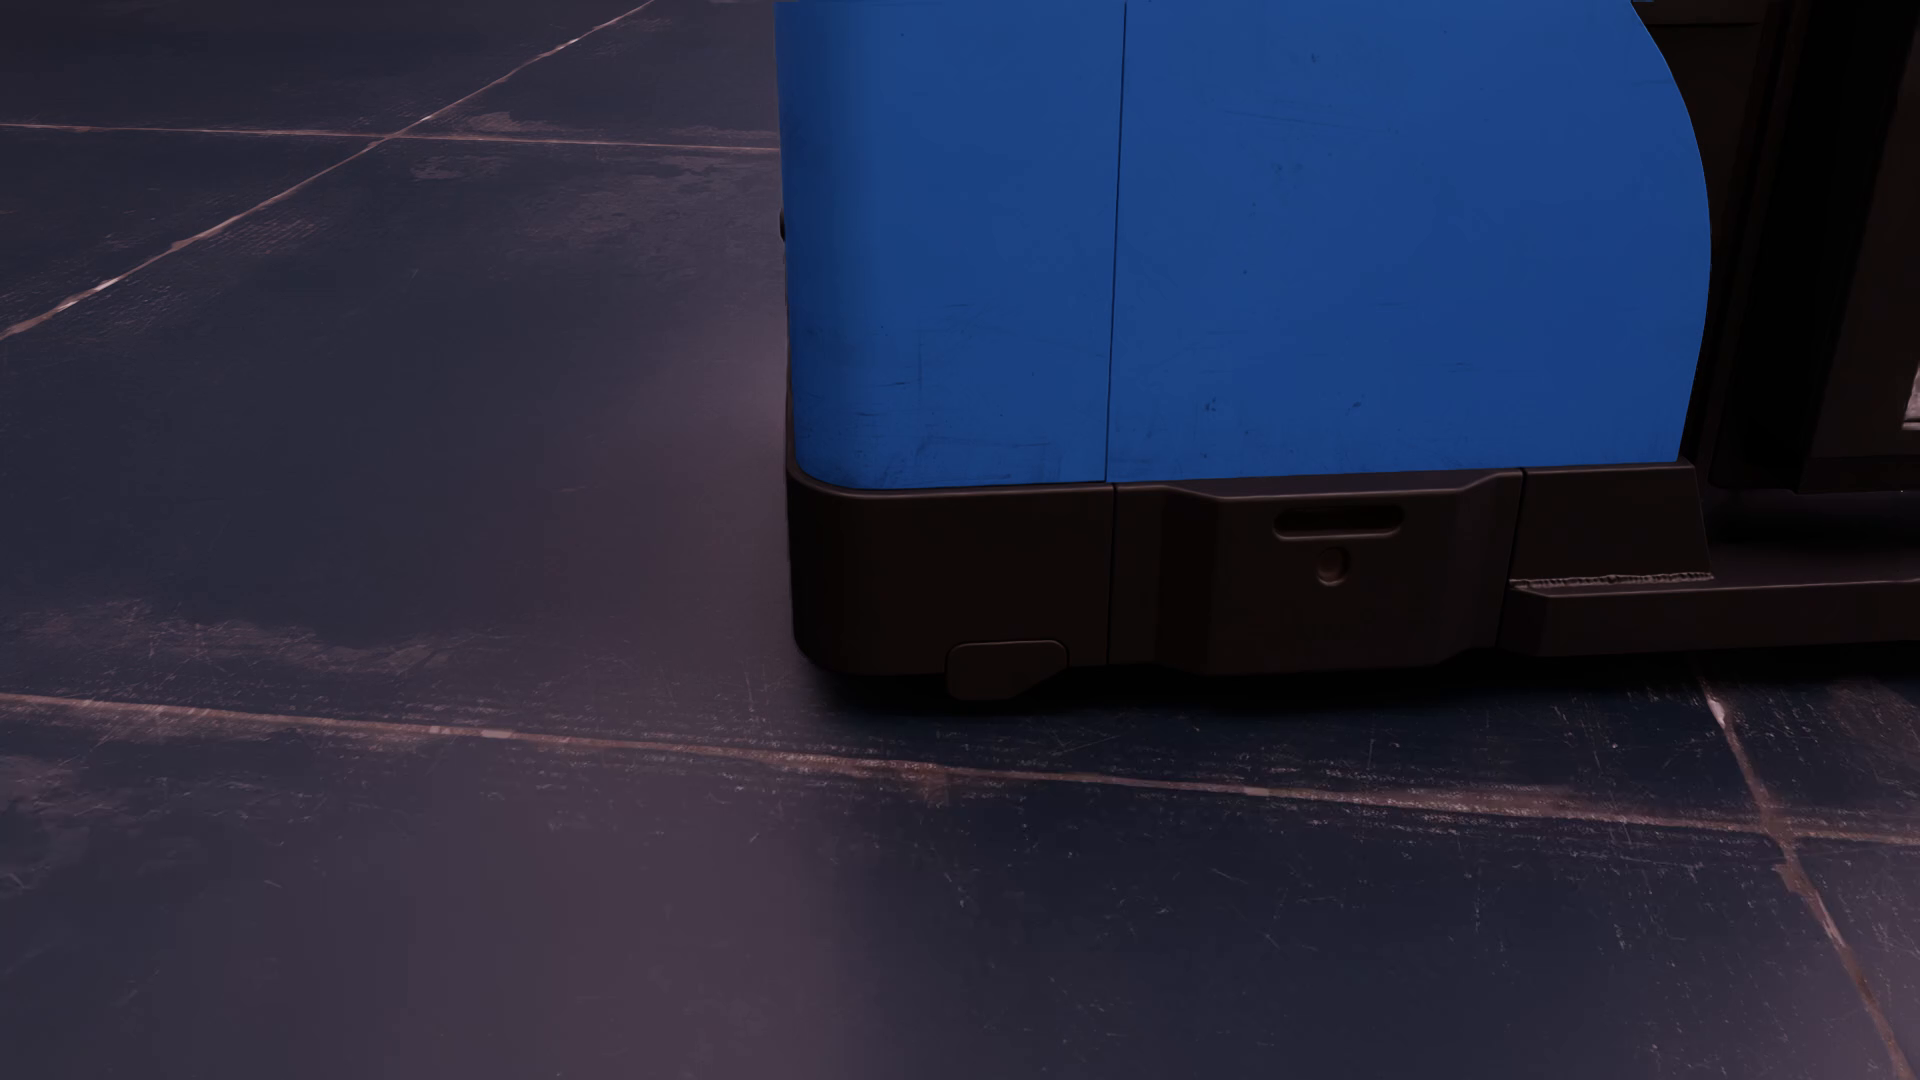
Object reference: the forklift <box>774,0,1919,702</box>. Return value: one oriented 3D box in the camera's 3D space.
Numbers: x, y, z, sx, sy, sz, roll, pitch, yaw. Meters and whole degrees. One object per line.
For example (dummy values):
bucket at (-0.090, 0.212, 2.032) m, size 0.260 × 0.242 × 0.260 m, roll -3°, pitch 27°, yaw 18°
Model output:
forklift at (1.264, -1.371, 1.965) m, size 3.031 × 2.935 × 1.130 m, roll -2°, pitch 27°, yaw -5°
